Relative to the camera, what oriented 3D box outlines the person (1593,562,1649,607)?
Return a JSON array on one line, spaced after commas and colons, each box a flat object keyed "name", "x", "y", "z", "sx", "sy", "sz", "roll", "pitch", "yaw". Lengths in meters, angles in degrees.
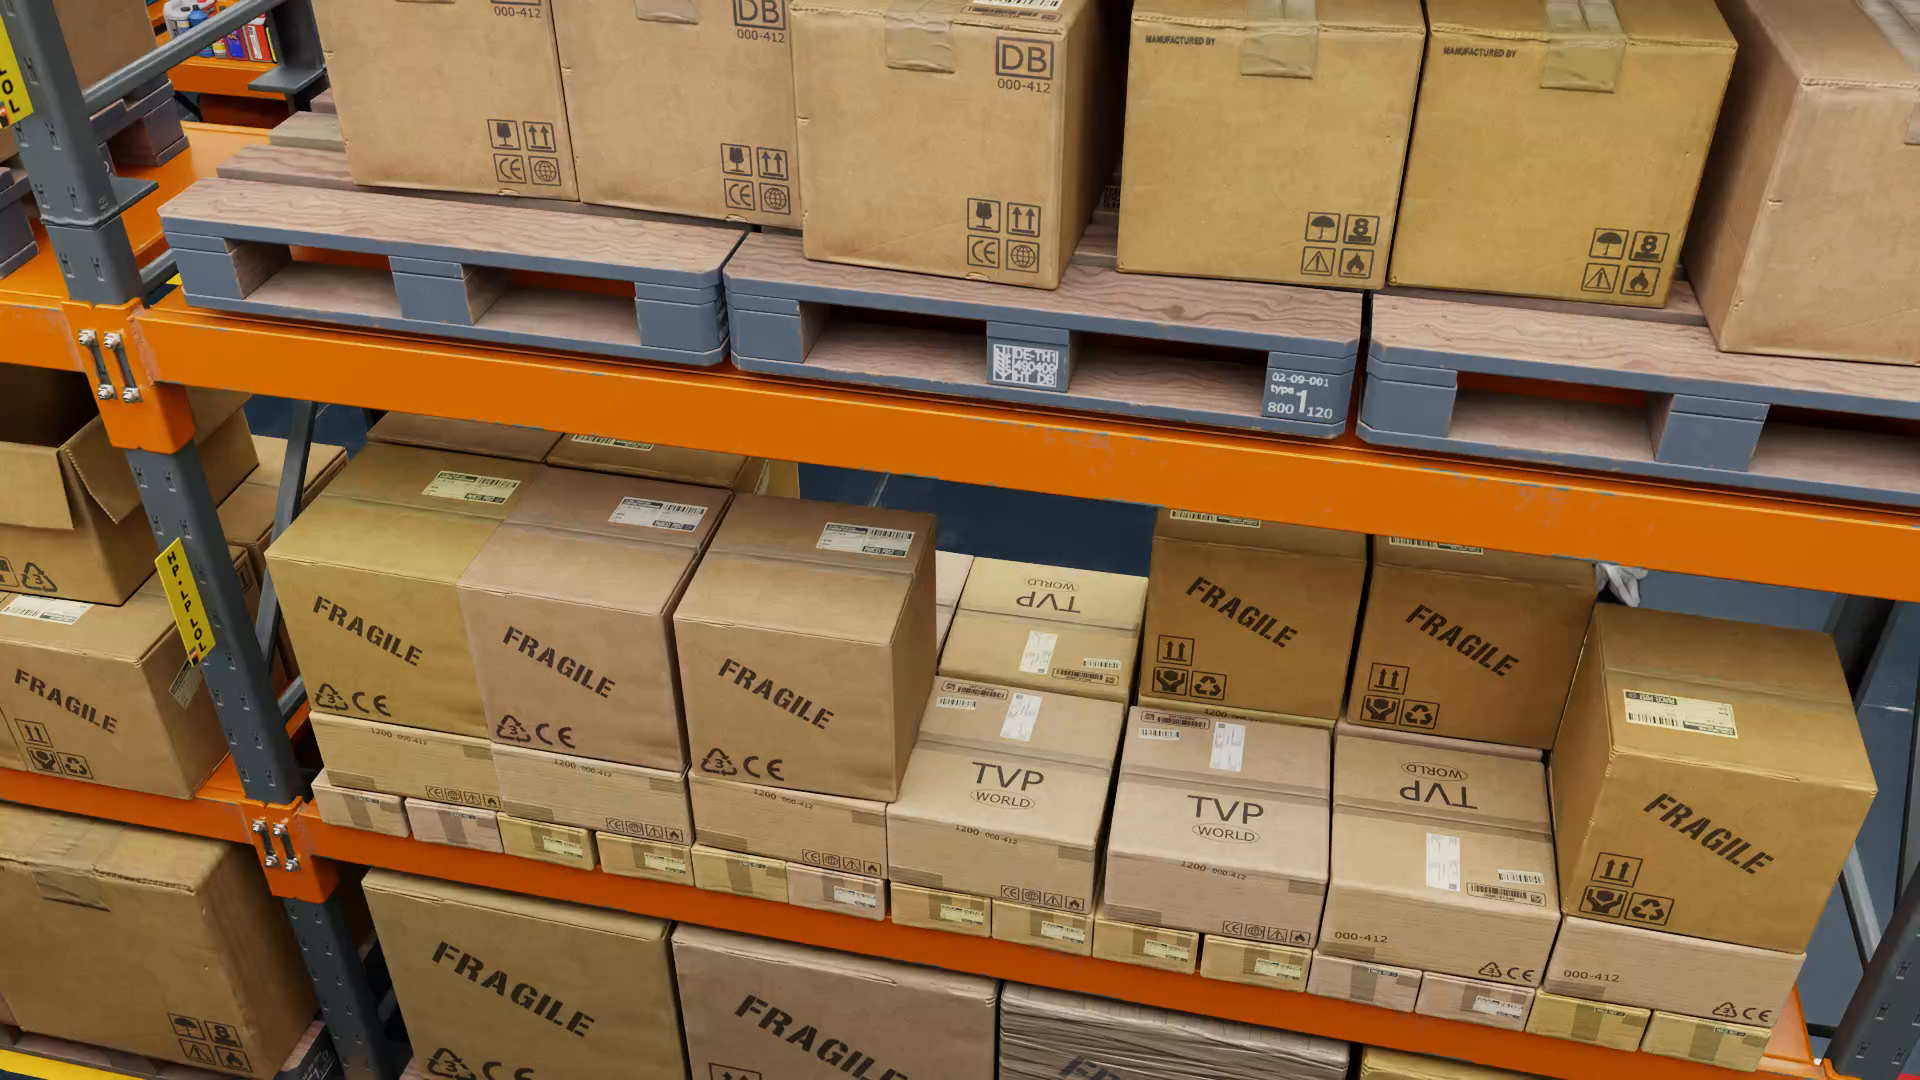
[{"name": "person", "x": 2.886, "y": -0.515, "z": 6.849, "sx": 0.510, "sy": 1.800, "sz": 0.579, "roll": -19, "pitch": 40, "yaw": -24}]
